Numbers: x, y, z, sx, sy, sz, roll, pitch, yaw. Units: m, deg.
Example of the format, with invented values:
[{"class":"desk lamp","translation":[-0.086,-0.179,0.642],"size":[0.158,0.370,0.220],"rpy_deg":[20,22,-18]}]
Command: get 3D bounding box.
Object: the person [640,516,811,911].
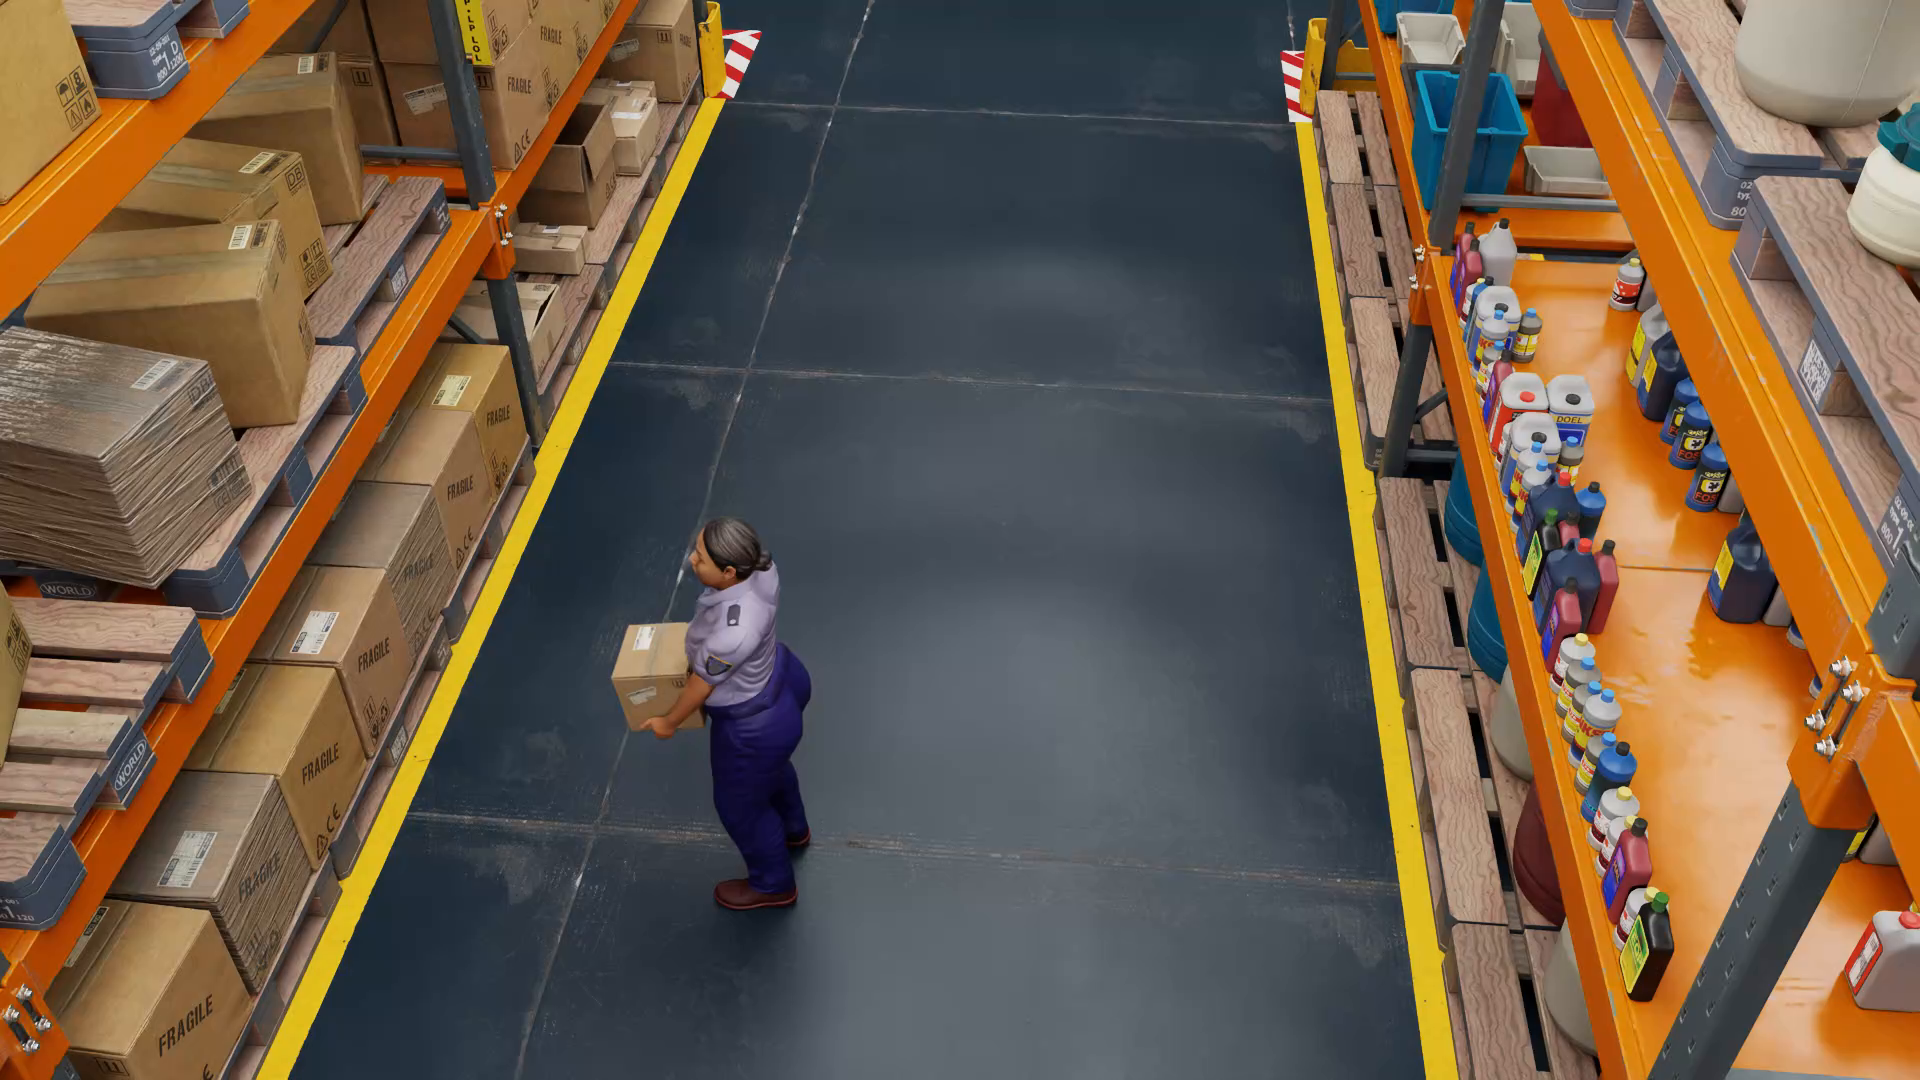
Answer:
[{"class":"person","translation":[-0.770,0.565,5.510],"size":[0.529,1.647,0.435],"rpy_deg":[3,40,3]}]
